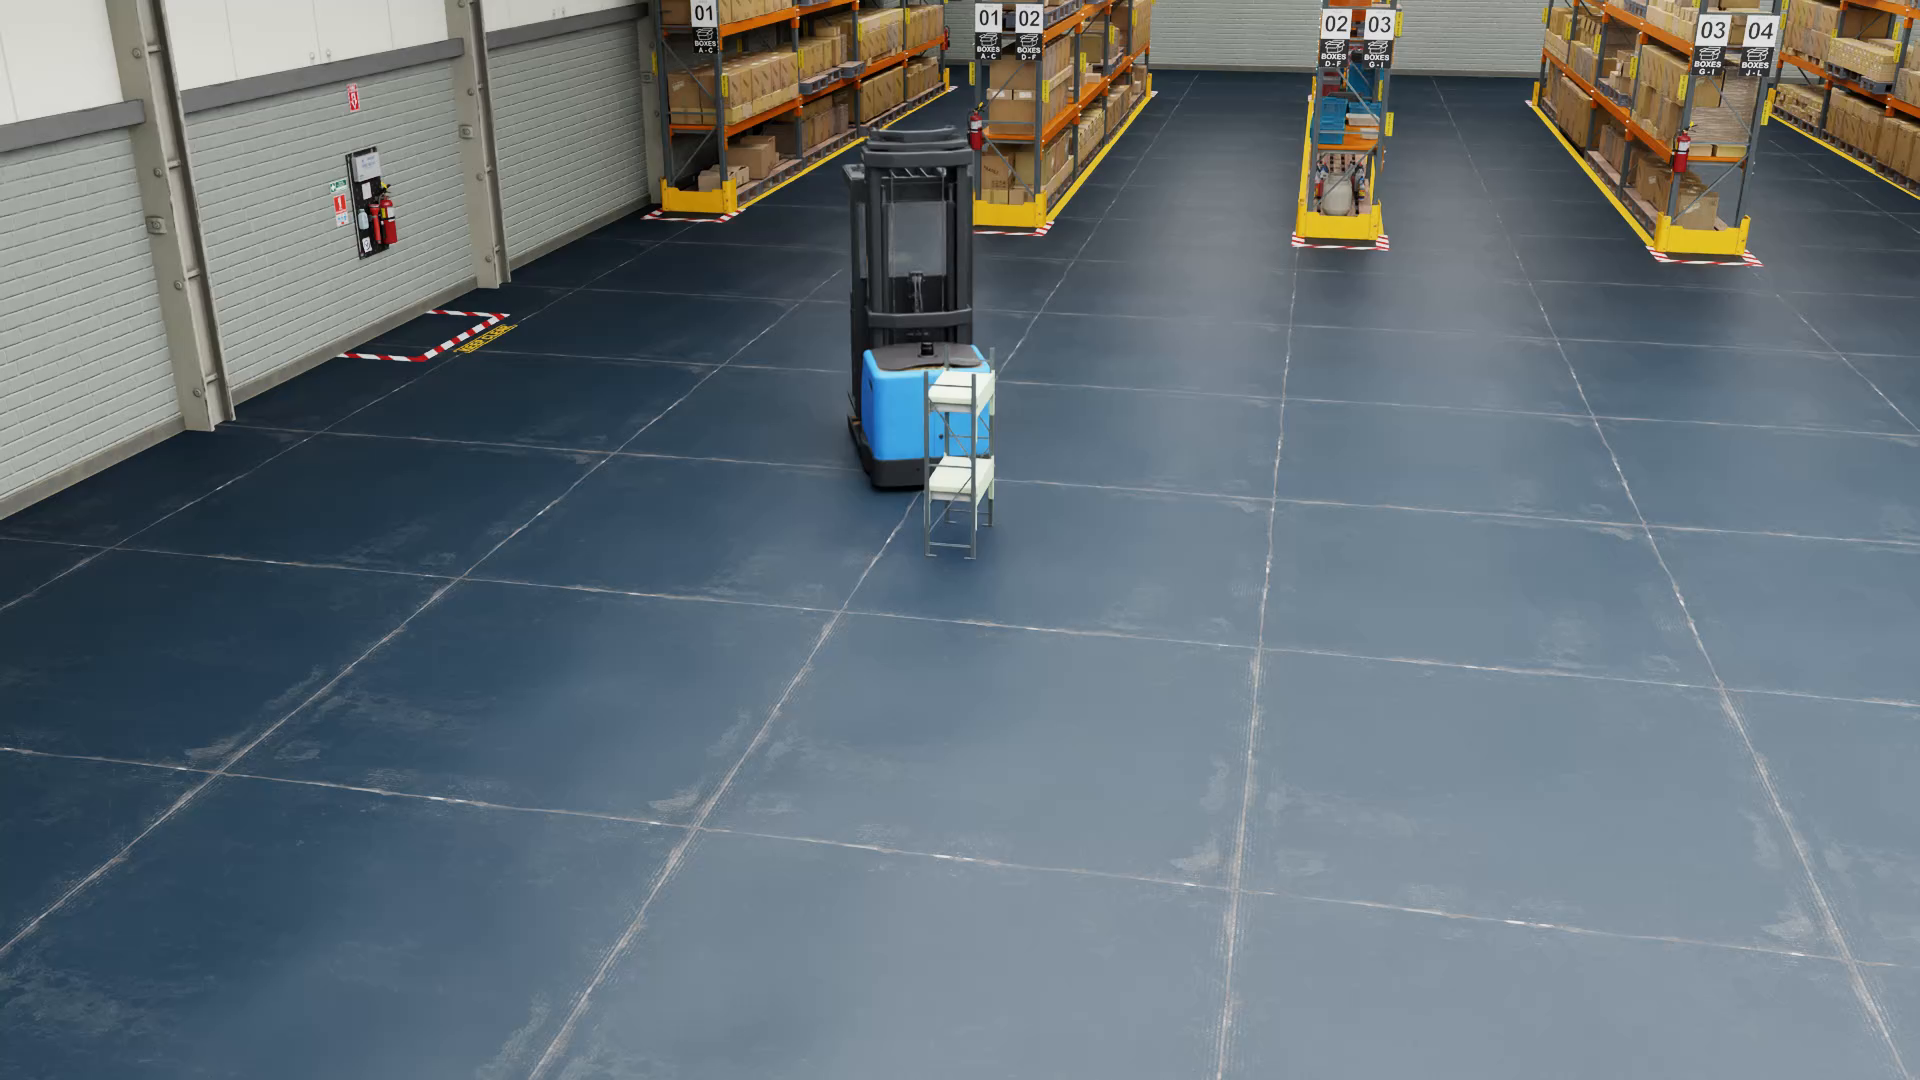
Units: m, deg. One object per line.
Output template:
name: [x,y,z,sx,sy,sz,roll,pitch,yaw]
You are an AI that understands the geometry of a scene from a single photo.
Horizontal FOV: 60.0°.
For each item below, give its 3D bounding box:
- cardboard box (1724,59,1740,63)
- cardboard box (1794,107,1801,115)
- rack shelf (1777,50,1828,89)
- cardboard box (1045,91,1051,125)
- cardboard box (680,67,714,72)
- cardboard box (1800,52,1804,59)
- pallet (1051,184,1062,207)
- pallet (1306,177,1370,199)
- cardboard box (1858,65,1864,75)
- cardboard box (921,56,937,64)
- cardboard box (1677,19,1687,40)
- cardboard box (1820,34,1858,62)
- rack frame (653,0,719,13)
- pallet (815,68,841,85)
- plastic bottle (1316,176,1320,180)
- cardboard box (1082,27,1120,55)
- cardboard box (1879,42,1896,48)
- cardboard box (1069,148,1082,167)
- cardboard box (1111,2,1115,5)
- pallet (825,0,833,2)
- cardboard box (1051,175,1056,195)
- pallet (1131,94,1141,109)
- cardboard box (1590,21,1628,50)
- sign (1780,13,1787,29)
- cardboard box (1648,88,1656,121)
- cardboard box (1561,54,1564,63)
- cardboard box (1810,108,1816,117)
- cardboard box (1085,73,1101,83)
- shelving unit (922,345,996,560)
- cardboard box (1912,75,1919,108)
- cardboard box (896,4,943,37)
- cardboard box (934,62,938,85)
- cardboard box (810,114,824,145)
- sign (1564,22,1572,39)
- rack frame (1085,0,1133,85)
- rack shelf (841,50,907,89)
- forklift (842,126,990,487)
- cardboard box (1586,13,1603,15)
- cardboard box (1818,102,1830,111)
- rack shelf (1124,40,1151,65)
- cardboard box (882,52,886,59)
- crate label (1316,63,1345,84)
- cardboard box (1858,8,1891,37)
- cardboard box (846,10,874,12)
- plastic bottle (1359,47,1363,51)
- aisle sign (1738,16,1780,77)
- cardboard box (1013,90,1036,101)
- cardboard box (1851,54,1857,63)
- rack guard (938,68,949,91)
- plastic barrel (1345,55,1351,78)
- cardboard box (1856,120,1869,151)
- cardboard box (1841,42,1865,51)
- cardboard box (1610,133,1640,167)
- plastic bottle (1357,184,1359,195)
cardboard box: [11.003,-6.644,23.965,0.500,0.500,0.500,4,22,11]
cardboard box: [17.792,-9.025,35.002,0.380,0.149,0.250,4,22,11]
rack shelf: [18.106,-9.822,34.688,1.077,0.370,4.000,4,22,11]
cardboard box: [1.035,-6.796,26.080,0.700,0.500,0.500,5,22,11]
cardboard box: [-4.132,-7.242,26.492,0.500,0.500,0.500,5,22,12]
cardboard box: [17.933,-10.195,34.990,0.380,0.149,0.250,4,22,10]
pallet: [1.084,-5.641,27.077,1.003,0.211,1.213,4,22,11]
pallet: [6.204,-5.755,27.360,1.003,0.211,1.213,4,22,11]
cardboard box: [16.745,-8.629,30.538,0.380,0.149,0.250,3,22,9]
cardboard box: [-0.760,-11.446,39.675,0.380,0.149,0.250,4,22,10]
cardboard box: [10.364,-7.151,23.279,0.500,0.250,0.500,5,22,11]
cardboard box: [17.521,-9.807,33.156,0.500,0.500,0.500,4,22,11]
rack frame: [-4.133,-9.366,24.563,1.000,3.000,0.127,4,22,11]
pallet: [-2.864,-8.693,31.179,1.003,0.211,1.213,4,22,11]
plastic bottle: [5.618,-5.614,26.336,0.152,0.276,0.135,4,22,9]
cardboard box: [2.866,-10.186,33.933,0.700,0.500,0.500,-1,22,-3]
cardboard box: [17.646,-9.328,31.477,0.380,0.149,0.250,4,22,11]
cardboard box: [1.859,-6.718,29.137,0.500,0.250,0.500,4,22,10]
cardboard box: [3.118,-11.498,36.415,0.500,0.500,0.500,4,22,10]
pallet: [-2.877,-9.947,30.274,1.213,0.211,1.003,4,22,11]
cardboard box: [1.246,-5.671,26.538,0.500,0.250,0.500,4,22,11]
pallet: [3.554,-10.000,37.902,1.003,0.211,1.213,4,22,11]
cardboard box: [12.478,-9.638,31.792,0.797,0.503,0.637,5,23,13]
sign: [17.983,-11.330,36.311,0.100,0.325,0.005,4,22,11]
cardboard box: [10.939,-6.567,25.112,0.875,0.500,0.500,4,22,11]
cardboard box: [12.657,-9.953,34.388,0.380,0.149,0.250,5,22,12]
cardboard box: [17.495,-8.674,33.730,0.380,0.149,0.250,3,22,8]
cardboard box: [2.437,-8.666,31.192,0.380,0.149,0.250,4,22,11]
shelving unit: [-0.001,-0.693,13.067,0.431,1.500,0.755,4,22,11]
cardboard box: [16.322,-7.493,27.810,0.500,0.500,0.500,4,22,11]
cardboard box: [-0.962,-12.386,39.692,0.980,0.700,0.700,5,23,13]
cardboard box: [-0.913,-11.206,39.947,0.700,0.500,0.500,4,22,11]
cardboard box: [-2.982,-7.737,31.307,0.700,0.500,0.500,5,22,12]
sign: [12.320,-10.319,33.695,0.100,0.325,0.005,4,22,11]
rack frame: [3.166,-10.595,35.647,1.000,3.000,0.127,4,22,11]
rack shelf: [-2.092,-9.907,34.899,1.077,0.370,4.000,4,22,11]
forklift: [-0.469,-2.333,15.223,1.130,2.935,3.031,-4,22,-9]
cardboard box: [13.421,-10.781,34.906,0.500,0.500,0.500,4,22,9]
cardboard box: [17.516,-8.722,33.453,0.380,0.149,0.250,5,22,12]
rack shelf: [3.574,-10.993,37.597,1.077,0.370,4.000,4,22,11]
cardboard box: [-1.778,-10.258,35.118,0.380,0.149,0.250,4,22,9]
crate label: [6.731,-8.427,30.216,0.502,0.435,0.616,4,22,11]
cardboard box: [18.029,-10.218,32.840,0.500,0.500,0.500,5,22,12]
cardboard box: [-2.133,-11.173,35.518,0.500,0.250,0.500,5,22,12]
plastic bottle: [8.147,-9.832,33.818,0.144,0.351,0.185,4,22,11]
aisle sign: [10.696,-6.611,22.272,0.394,0.787,0.004,4,22,11]
cardboard box: [1.009,-6.681,24.925,0.380,0.149,0.250,4,22,11]
cardboard box: [16.851,-8.959,30.959,0.380,0.149,0.250,4,22,10]
rack guard: [-0.863,-11.284,40.702,1.175,0.500,0.348,4,22,11]
plastic barrel: [7.400,-8.624,30.569,0.600,0.536,0.708,4,22,11]
cardboard box: [16.870,-7.446,30.612,0.500,0.500,0.500,5,23,13]
cardboard box: [17.009,-9.382,31.611,0.380,0.149,0.250,4,22,10]
cardboard box: [11.720,-6.762,28.886,0.700,0.500,0.500,6,23,15]
plastic bottle: [6.352,-5.571,26.329,0.097,0.201,0.097,0,22,0]
